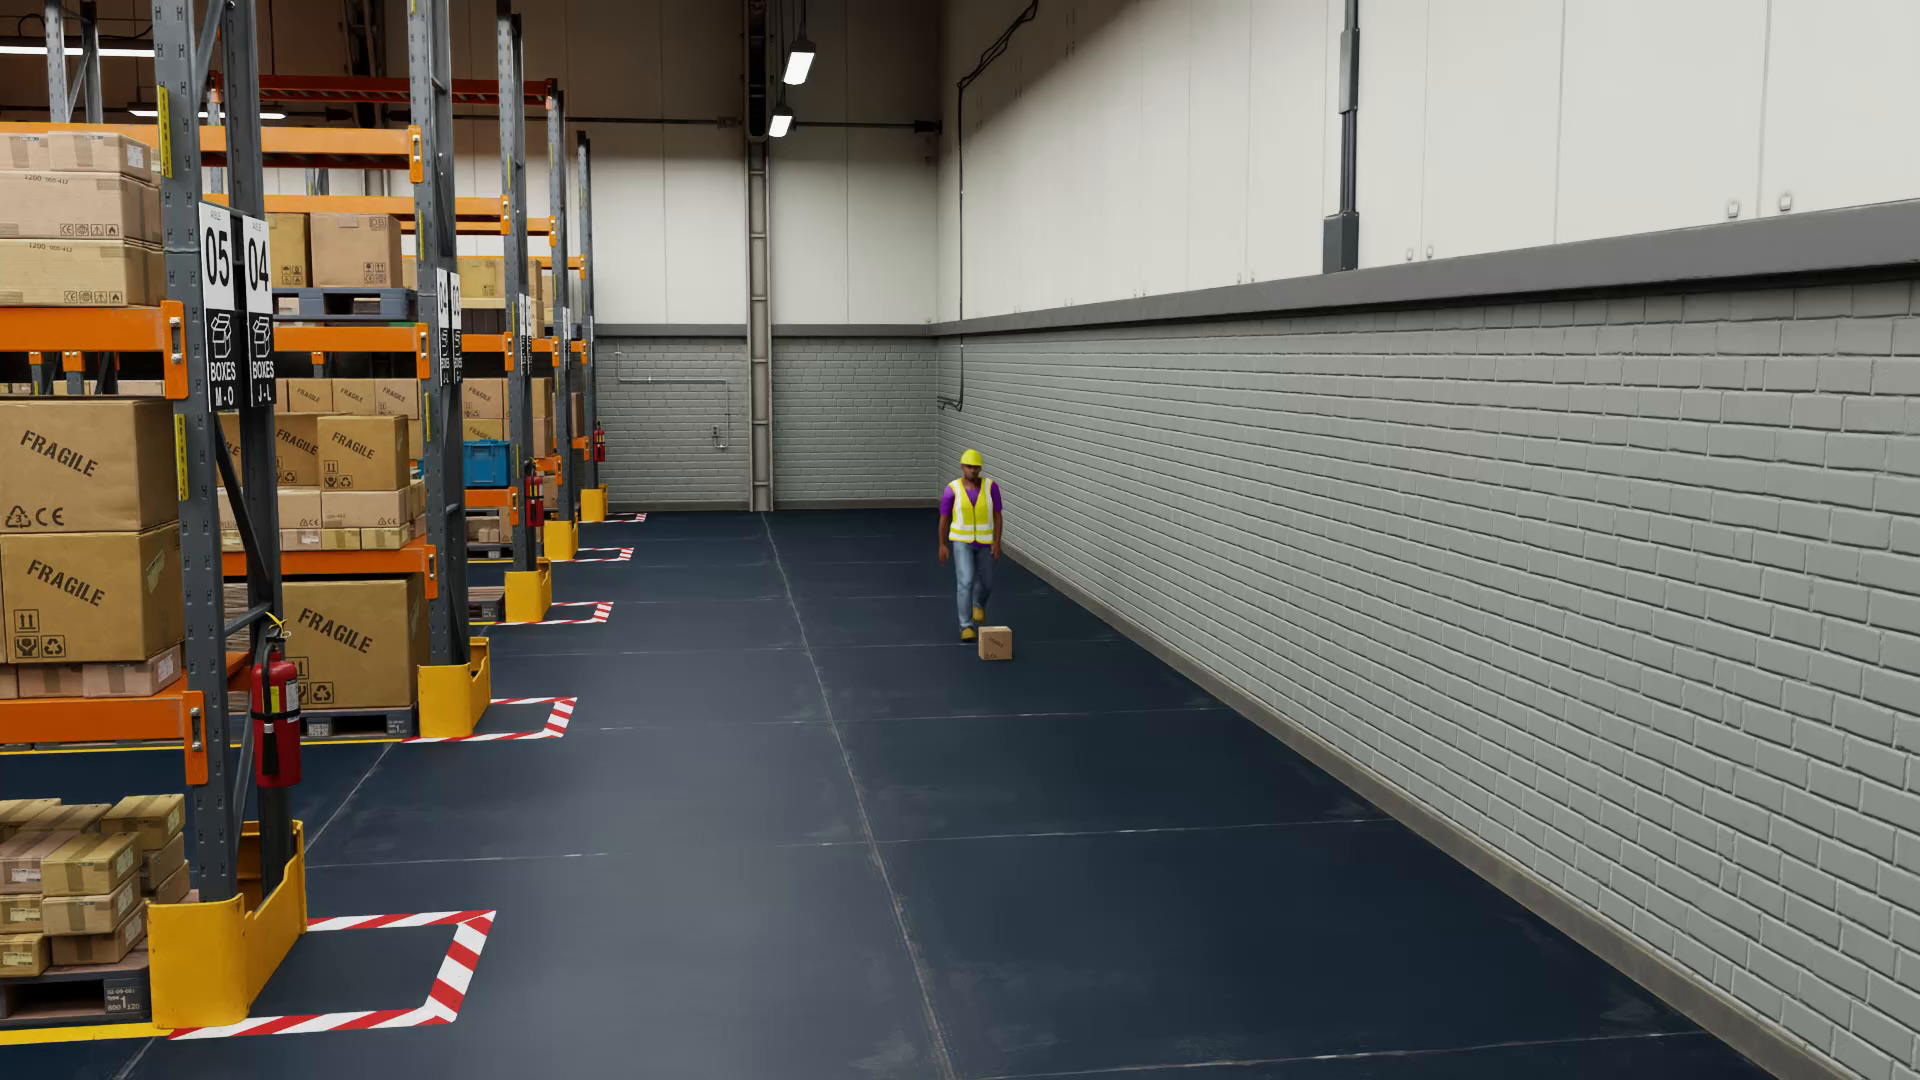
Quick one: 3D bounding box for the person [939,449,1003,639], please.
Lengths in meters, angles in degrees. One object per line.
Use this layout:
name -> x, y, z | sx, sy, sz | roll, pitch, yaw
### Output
person -> 0.098, 0.018, 15.486 | 0.589, 1.737, 0.963 | -1, 7, -11
